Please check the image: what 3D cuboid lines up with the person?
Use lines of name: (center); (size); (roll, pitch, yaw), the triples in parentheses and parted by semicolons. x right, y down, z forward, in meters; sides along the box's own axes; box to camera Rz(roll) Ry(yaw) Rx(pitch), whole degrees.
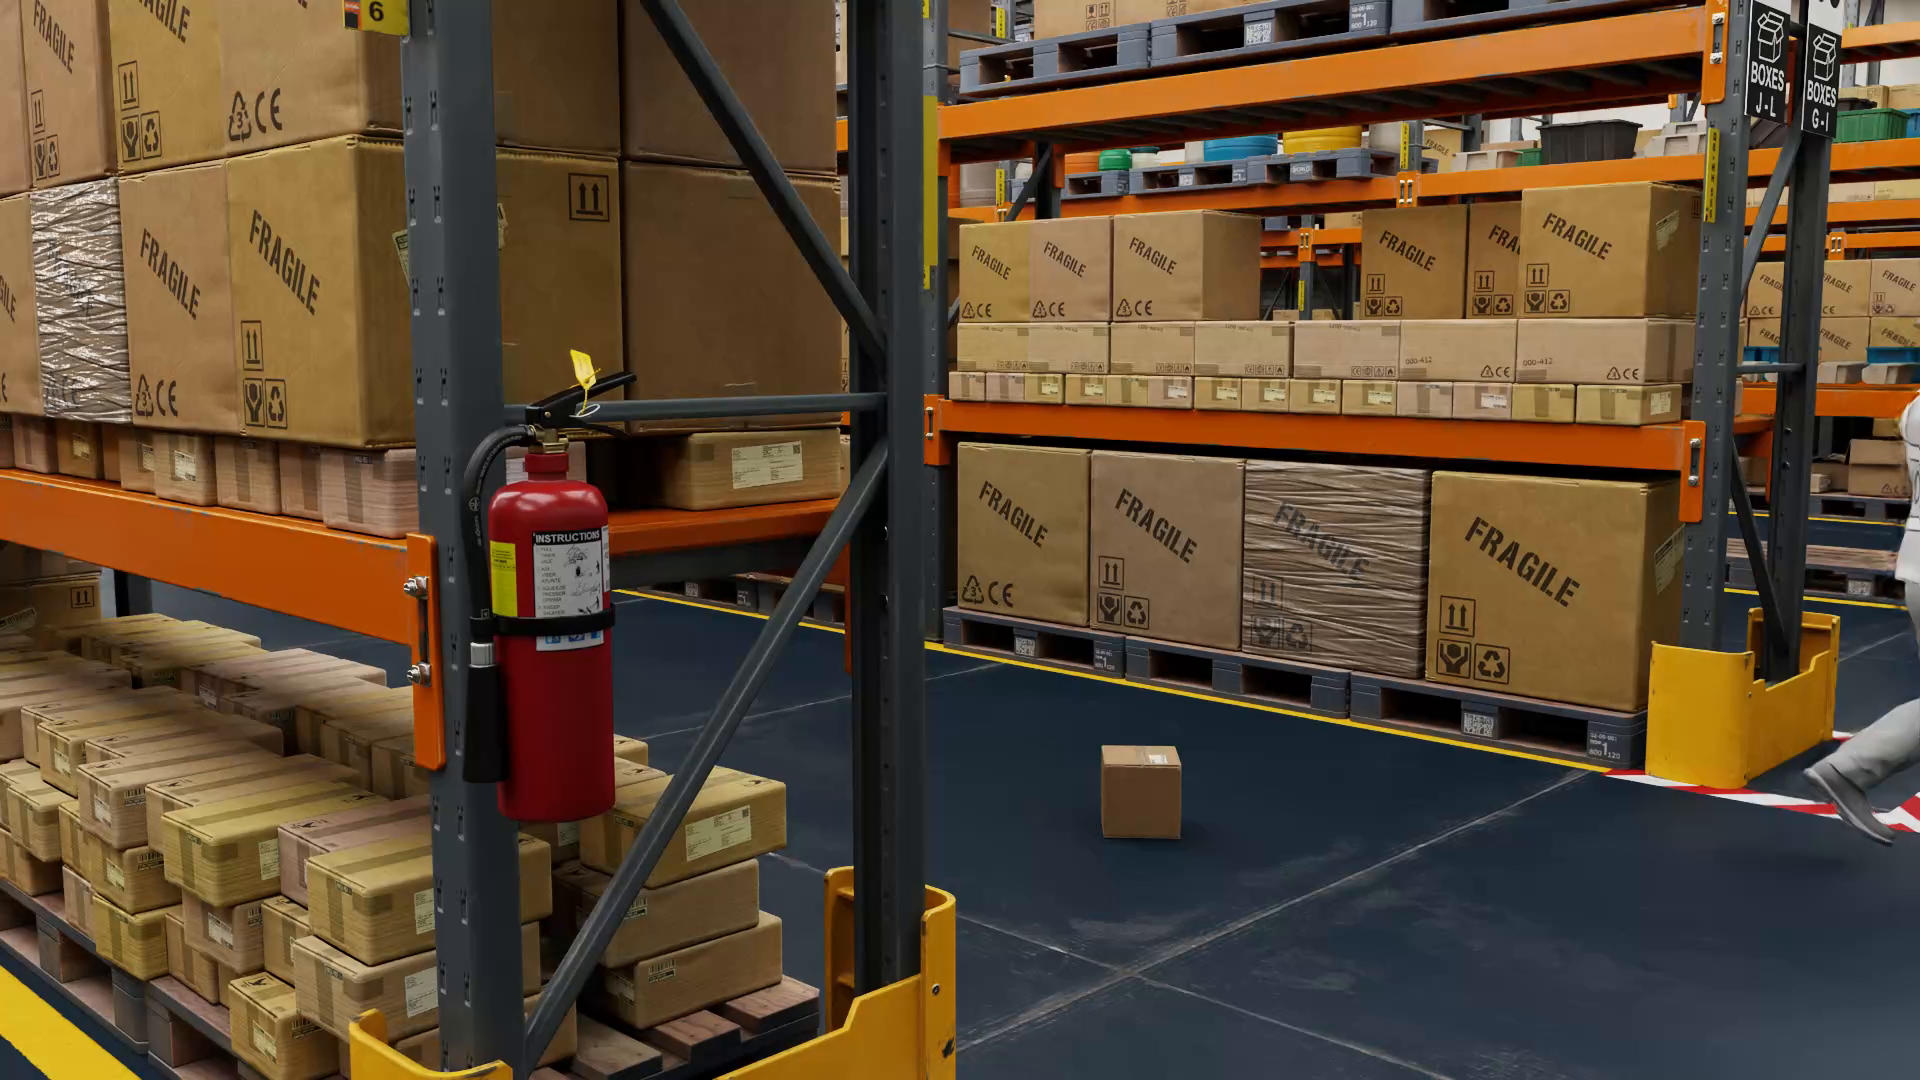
person: (3.024, 0.140, 5.001); (0.783, 1.726, 0.551); (1, 7, 6)
